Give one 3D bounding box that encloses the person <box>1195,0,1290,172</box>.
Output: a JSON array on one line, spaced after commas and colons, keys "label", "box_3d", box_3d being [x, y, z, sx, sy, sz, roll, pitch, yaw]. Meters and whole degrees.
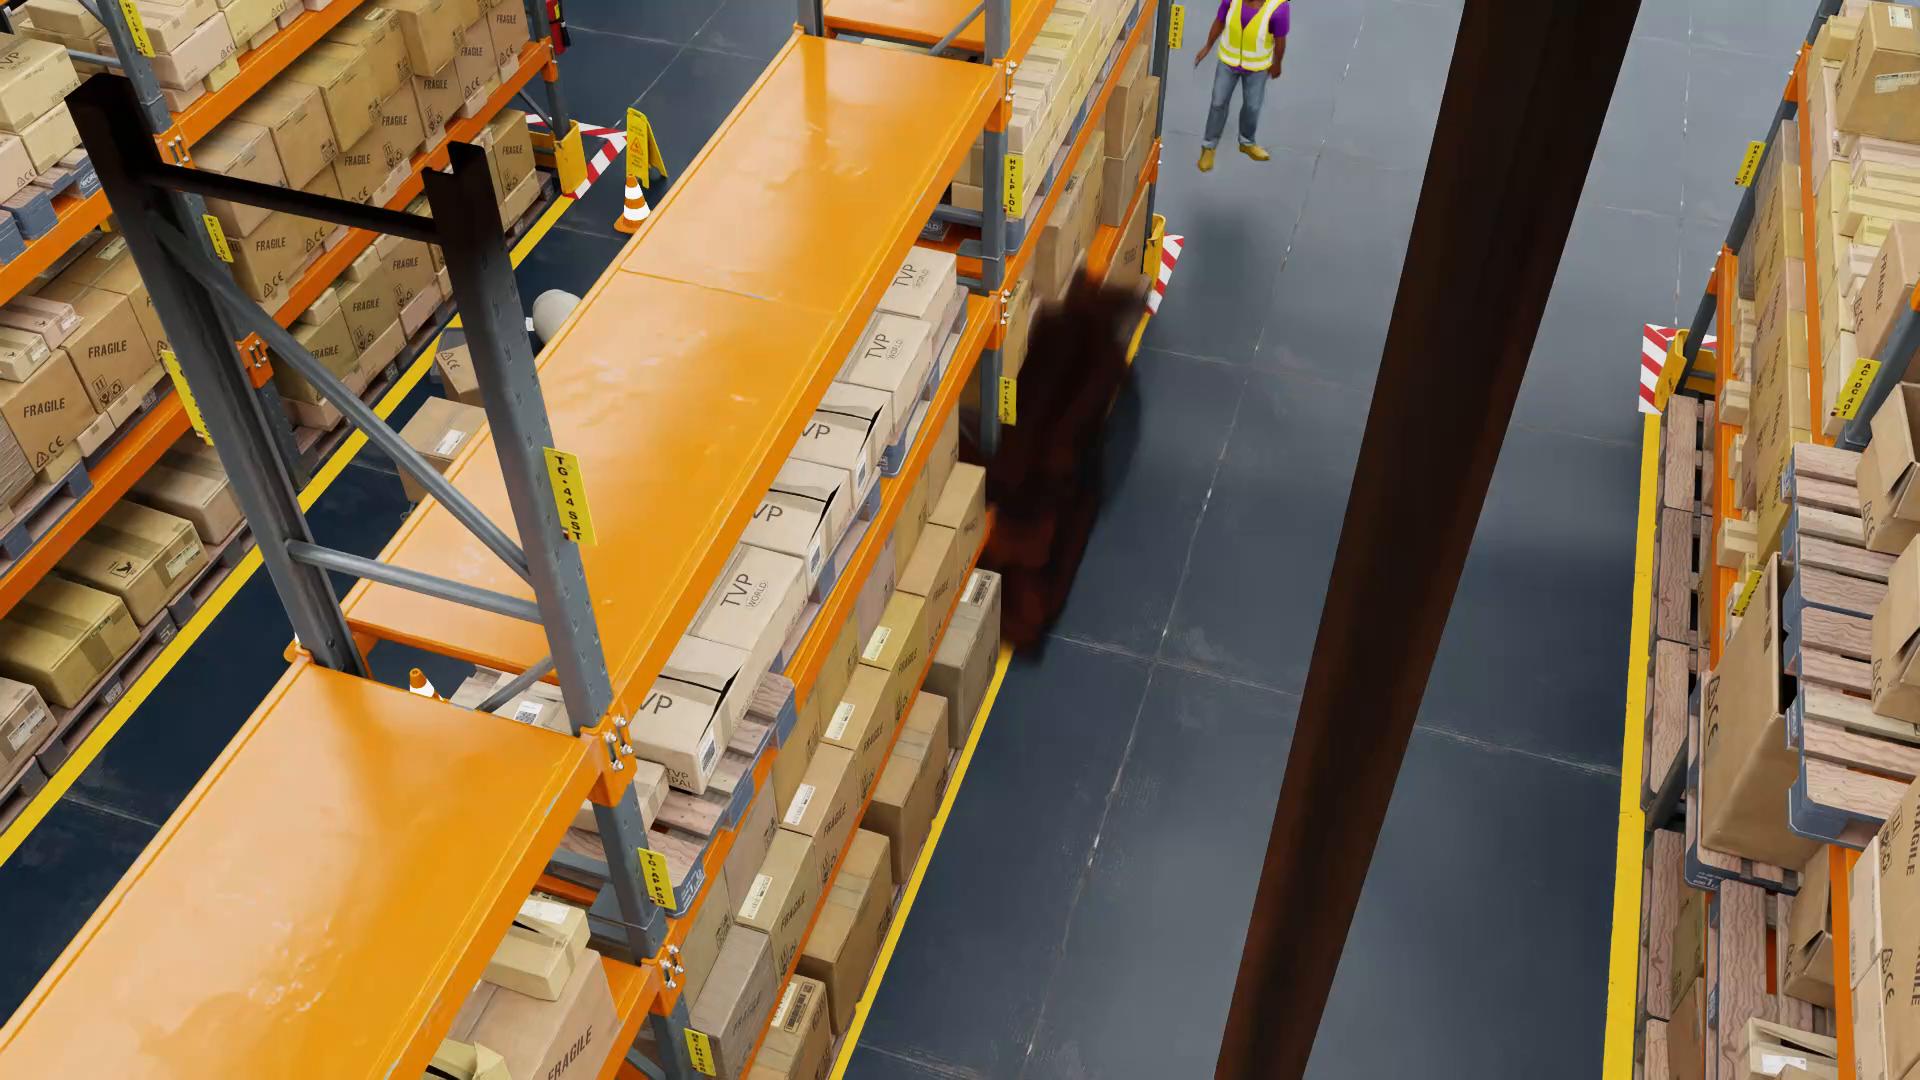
[{"label": "person", "box_3d": [2.211, -3.786, 13.217, 0.713, 1.785, 0.473, 15, 48, 14]}]
